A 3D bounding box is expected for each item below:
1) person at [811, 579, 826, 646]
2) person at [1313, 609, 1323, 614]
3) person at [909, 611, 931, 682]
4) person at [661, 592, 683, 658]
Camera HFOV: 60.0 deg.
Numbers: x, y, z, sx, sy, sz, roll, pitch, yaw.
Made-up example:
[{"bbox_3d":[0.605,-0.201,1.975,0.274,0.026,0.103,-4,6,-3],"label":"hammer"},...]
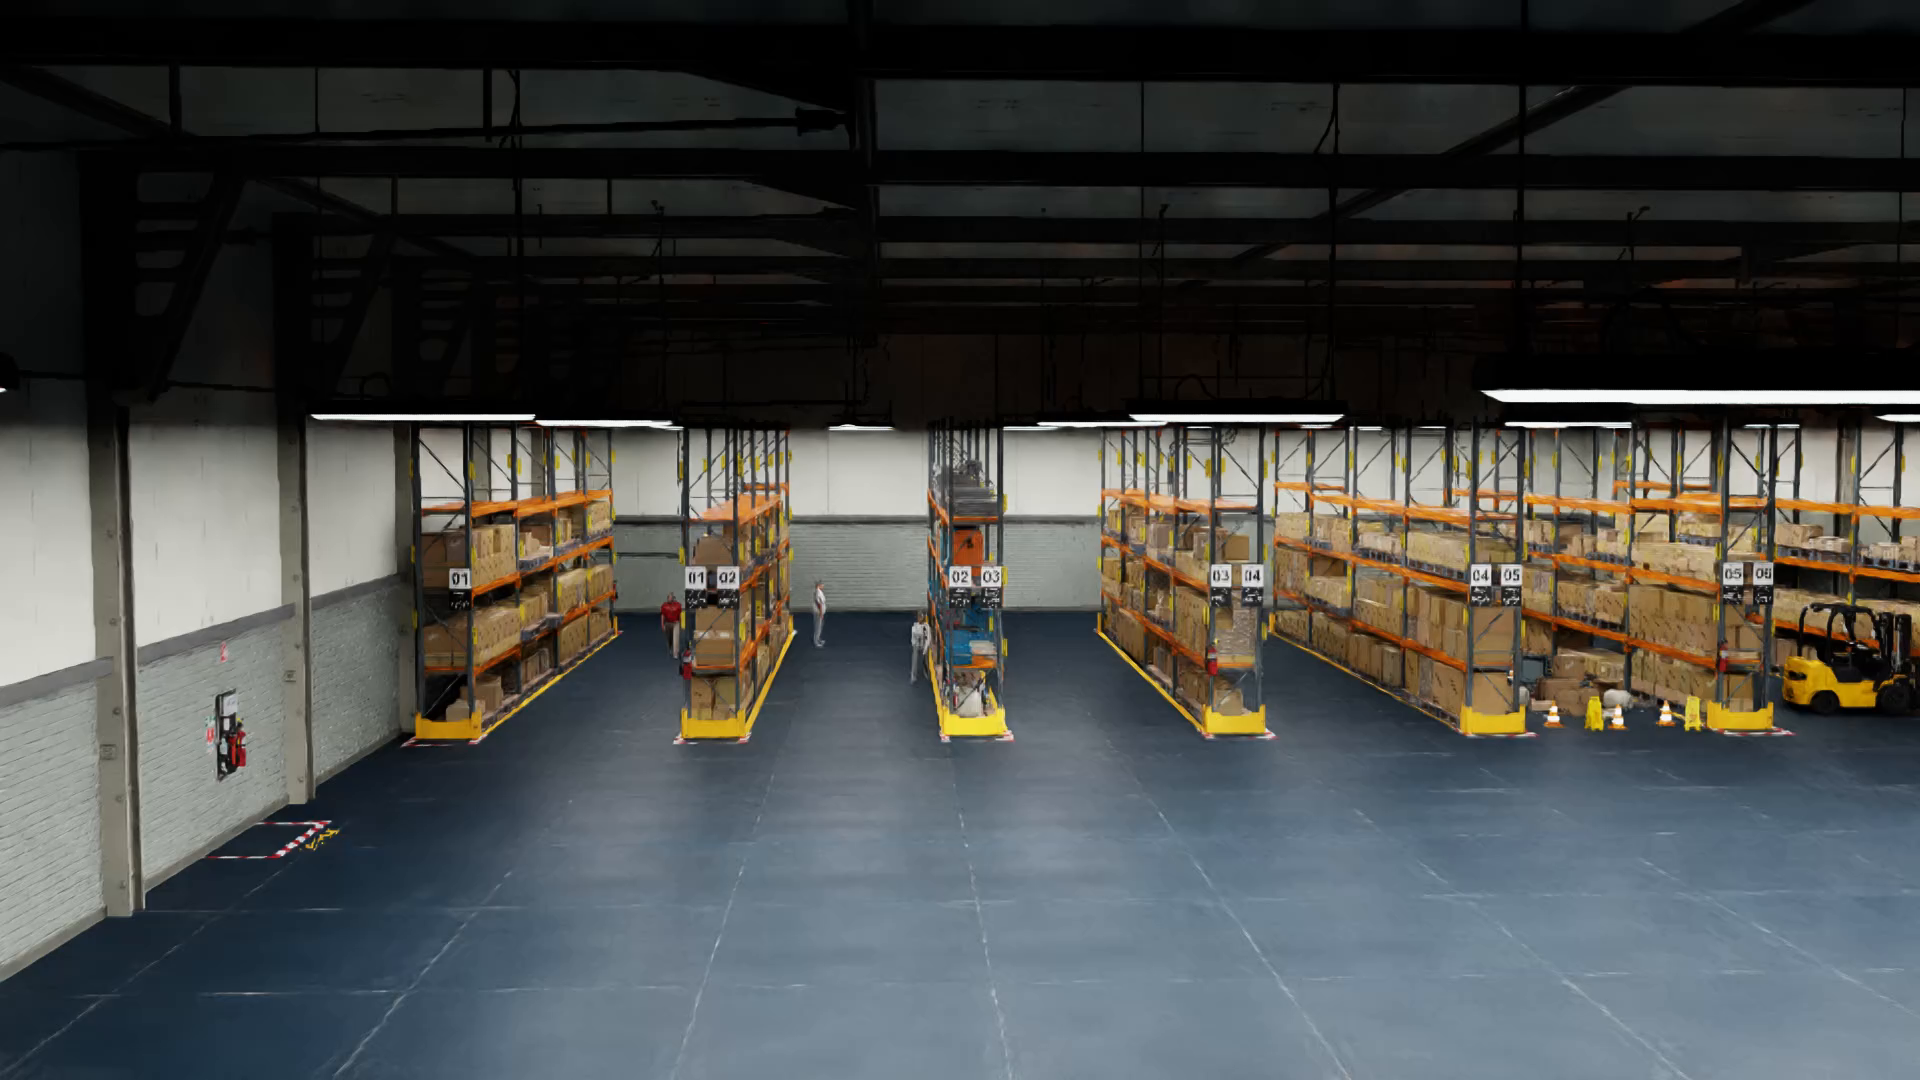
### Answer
[{"bbox_3d":[-3.773,1.922,44.470,0.416,1.768,0.684,-1,4,-12],"label":"person"},{"bbox_3d":[10.803,1.524,50.888,0.625,1.773,0.575,2,4,34],"label":"person"},{"bbox_3d":[-0.882,2.418,37.964,0.483,1.619,0.999,0,4,7],"label":"person"},{"bbox_3d":[-7.314,2.136,42.131,0.542,1.645,1.126,0,4,0],"label":"person"}]
